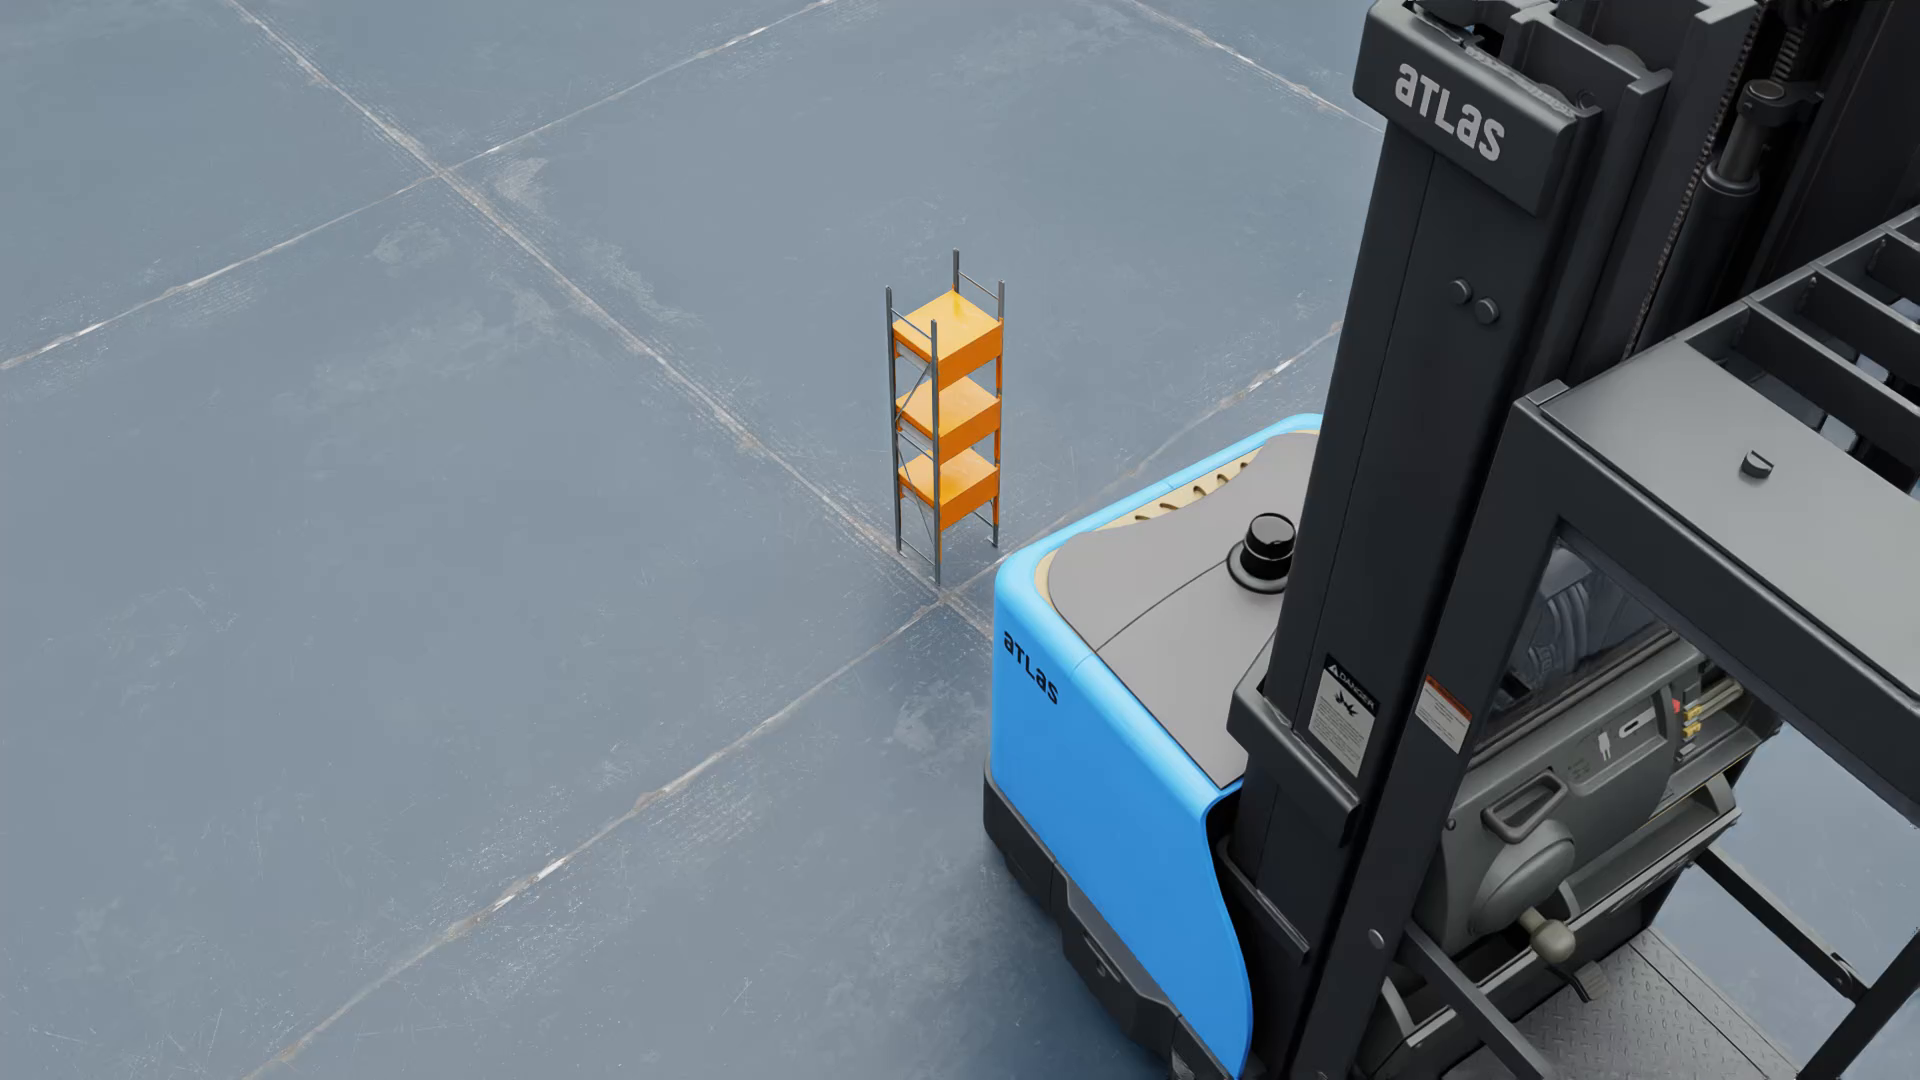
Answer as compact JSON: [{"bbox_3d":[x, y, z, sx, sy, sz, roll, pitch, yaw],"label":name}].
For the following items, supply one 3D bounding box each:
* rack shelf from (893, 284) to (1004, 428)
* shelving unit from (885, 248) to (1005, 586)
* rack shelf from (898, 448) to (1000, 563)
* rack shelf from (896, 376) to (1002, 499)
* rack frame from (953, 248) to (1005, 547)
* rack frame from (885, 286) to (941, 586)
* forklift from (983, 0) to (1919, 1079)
[{"bbox_3d":[-0.040,-0.515,4.639,0.240,0.259,0.215,-34,56,-27],"label":"rack shelf"},{"bbox_3d":[-0.040,-0.330,4.840,0.252,1.050,0.215,-34,56,-27],"label":"shelving unit"},{"bbox_3d":[-0.040,-0.134,5.052,0.240,0.259,0.215,-34,56,-27],"label":"rack shelf"},{"bbox_3d":[-0.040,-0.322,4.848,0.240,0.259,0.215,-34,56,-27],"label":"rack shelf"},{"bbox_3d":[0.051,-0.390,4.895,0.008,1.050,0.200,-34,56,-27],"label":"rack frame"},{"bbox_3d":[-0.130,-0.269,4.784,0.008,1.050,0.200,-34,56,-27],"label":"rack frame"},{"bbox_3d":[1.292,0.497,2.797,1.130,2.935,3.031,-26,52,-22],"label":"forklift"}]
